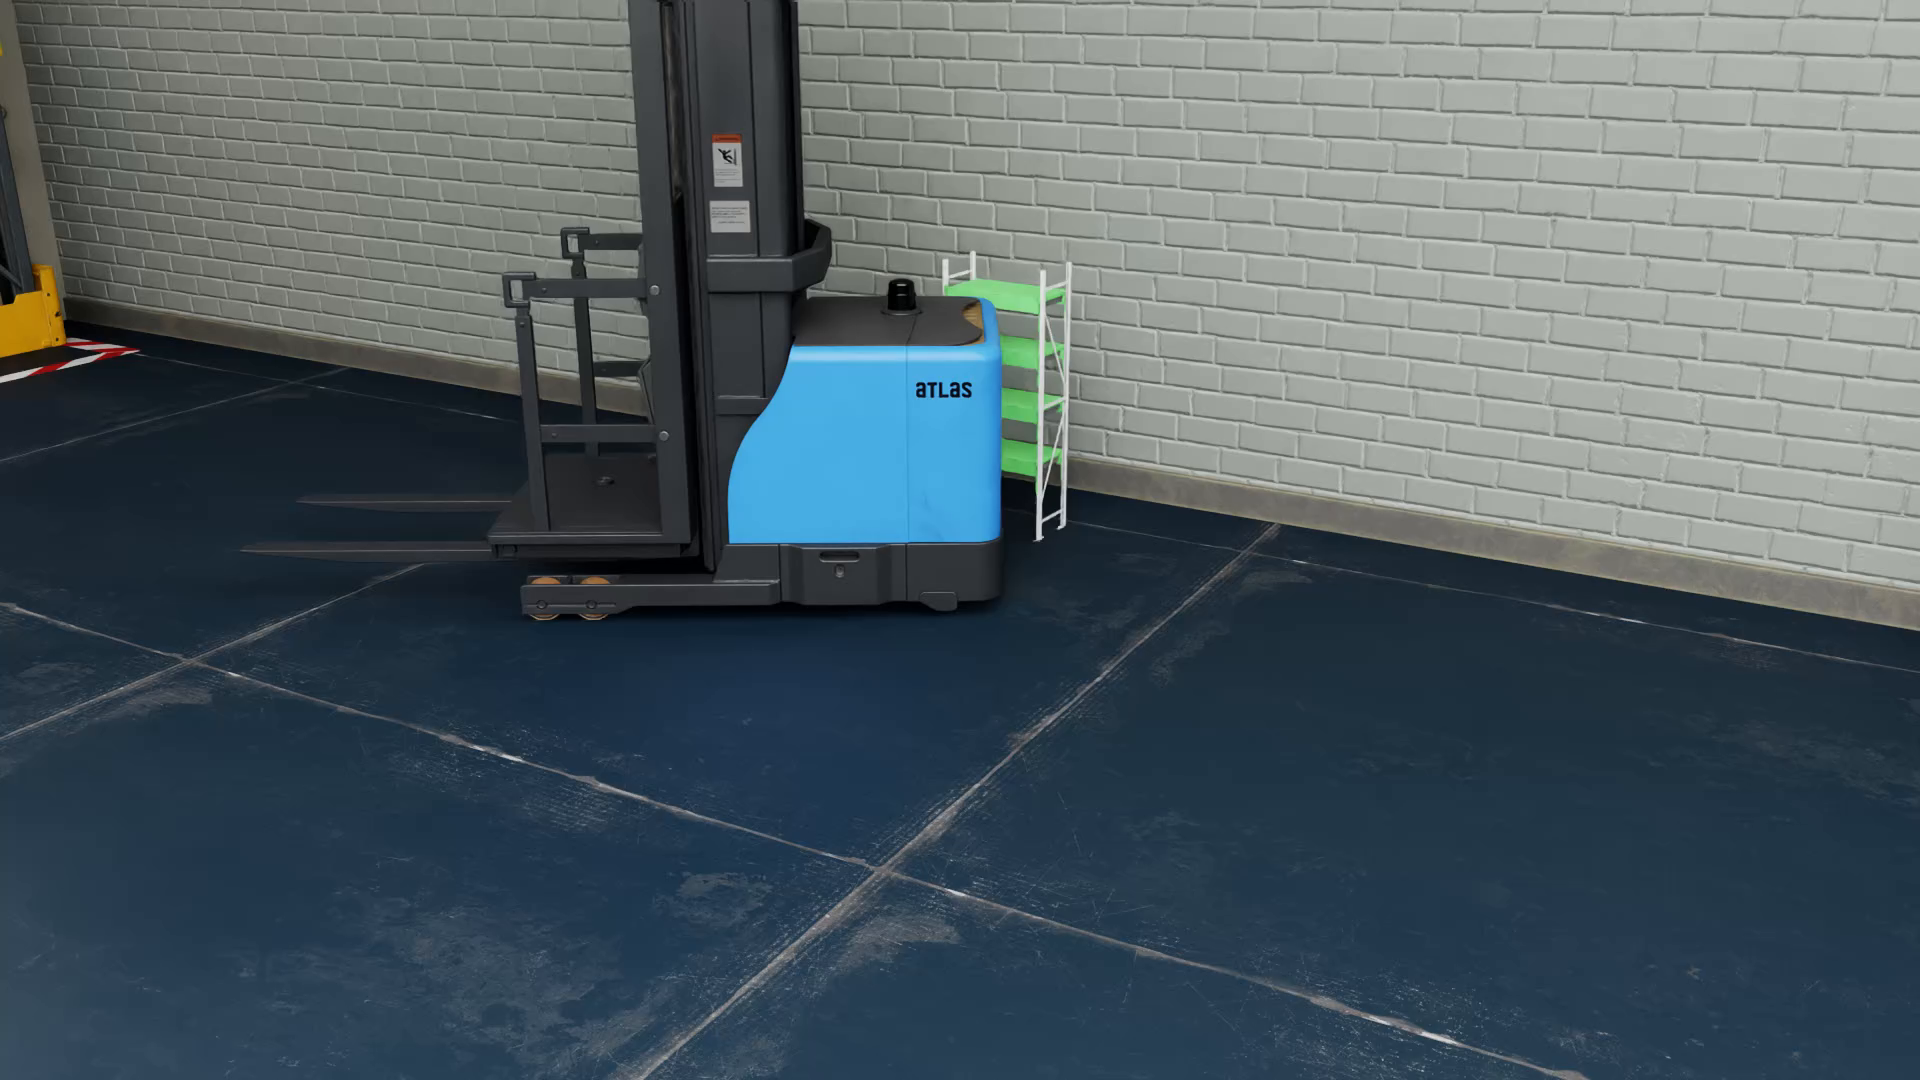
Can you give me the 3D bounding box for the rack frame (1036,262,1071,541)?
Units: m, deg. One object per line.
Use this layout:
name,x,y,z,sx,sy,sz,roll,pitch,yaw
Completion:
rack frame,0.407,-0.593,7.241,0.015,1.200,0.240,12,23,31

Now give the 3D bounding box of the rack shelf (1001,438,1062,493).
rack shelf,0.202,-0.353,7.469,0.480,0.148,0.258,12,23,31

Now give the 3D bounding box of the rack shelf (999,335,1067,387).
rack shelf,0.202,-0.804,7.306,0.480,0.148,0.258,12,23,31

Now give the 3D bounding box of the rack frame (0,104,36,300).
rack frame,-6.301,-2.565,10.037,0.127,3.000,1.000,11,23,27

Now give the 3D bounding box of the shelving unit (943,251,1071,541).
shelving unit,0.202,-0.639,7.366,0.503,1.200,0.258,12,23,31

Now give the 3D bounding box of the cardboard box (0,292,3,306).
cardboard box,-6.635,-1.610,10.820,0.500,0.250,0.500,11,23,28

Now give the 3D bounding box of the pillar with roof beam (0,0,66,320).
pillar with roof beam,-8.569,-4.488,6.540,0.400,9.000,9.100,11,23,27

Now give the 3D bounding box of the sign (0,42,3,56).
sign,-6.025,-3.173,10.329,0.005,0.325,0.100,11,23,27

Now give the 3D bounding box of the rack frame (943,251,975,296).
rack frame,-0.003,-0.684,7.490,0.015,1.200,0.240,12,23,31

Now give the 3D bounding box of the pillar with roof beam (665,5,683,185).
pillar with roof beam,-3.331,-3.490,3.789,0.400,9.000,9.100,11,23,27

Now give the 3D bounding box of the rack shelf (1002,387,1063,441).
rack shelf,0.202,-0.578,7.388,0.480,0.148,0.258,12,23,31

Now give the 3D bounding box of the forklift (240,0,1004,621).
forklift,-1.348,-1.244,6.497,3.031,2.935,1.130,0,20,-1

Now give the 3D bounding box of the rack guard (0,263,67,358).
rack guard,-6.280,-1.386,10.452,0.348,0.500,1.175,11,23,27

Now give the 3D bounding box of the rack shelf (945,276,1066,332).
rack shelf,0.202,-1.030,7.224,0.480,0.148,0.258,12,23,31
